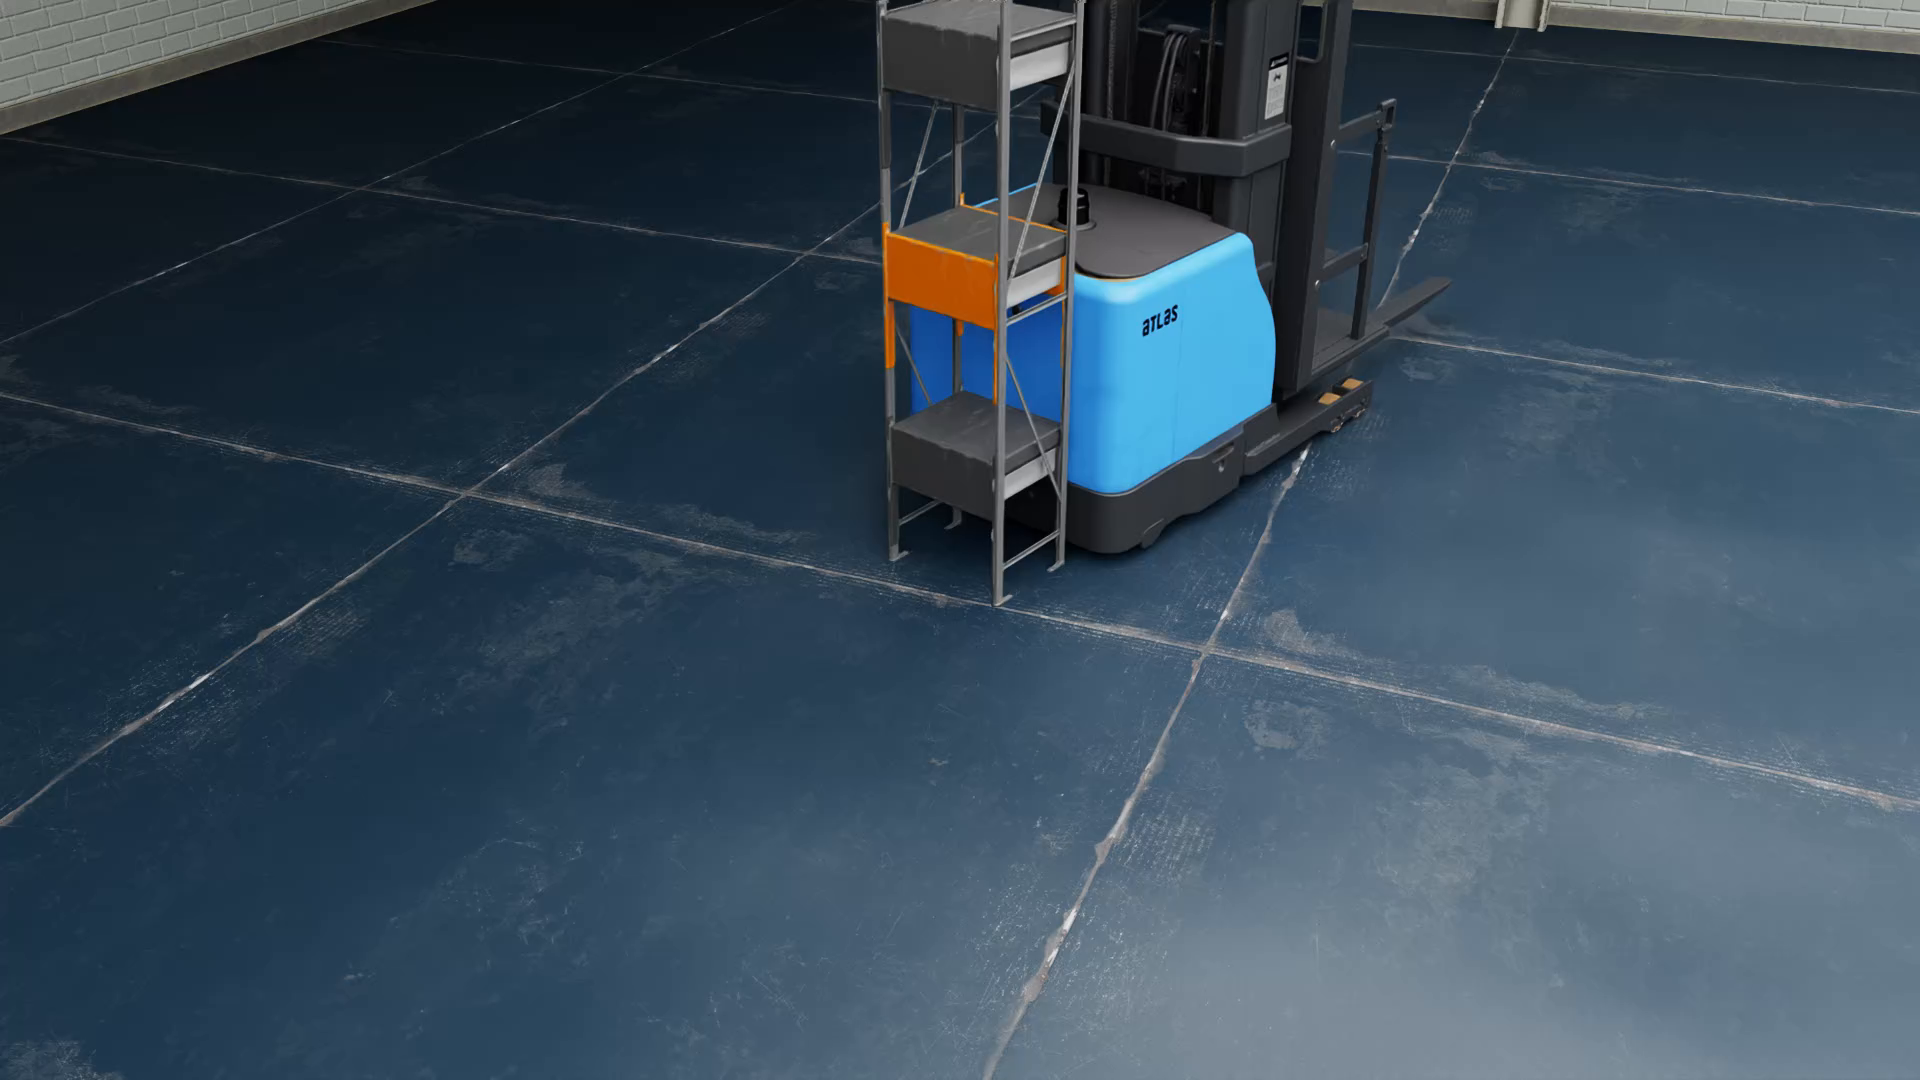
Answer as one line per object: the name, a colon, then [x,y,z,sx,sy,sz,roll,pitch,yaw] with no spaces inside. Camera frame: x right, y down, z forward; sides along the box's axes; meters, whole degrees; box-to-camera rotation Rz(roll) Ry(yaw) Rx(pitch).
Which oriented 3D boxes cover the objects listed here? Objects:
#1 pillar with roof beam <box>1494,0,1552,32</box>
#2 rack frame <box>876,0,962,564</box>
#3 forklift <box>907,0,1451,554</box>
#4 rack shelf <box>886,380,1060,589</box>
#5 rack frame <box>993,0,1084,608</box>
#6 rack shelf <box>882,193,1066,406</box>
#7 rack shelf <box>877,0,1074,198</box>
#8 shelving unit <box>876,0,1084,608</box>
pillar with roof beam: [3.038,-6.224,8.117,0.400,9.000,9.100,11,31,19]
rack frame: [-0.127,-0.906,5.718,0.015,2.100,0.400,22,36,34]
forklift: [1.133,-1.876,6.590,1.130,2.935,3.031,23,37,34]
rack shelf: [0.061,-0.208,5.934,0.480,0.518,0.431,22,36,34]
rack frame: [0.249,-0.753,5.448,0.015,2.100,0.400,22,36,34]
rack shelf: [0.061,-0.817,5.590,0.480,0.518,0.431,22,36,34]
rack shelf: [0.061,-1.427,5.245,0.480,0.518,0.431,22,36,34]
shelving unit: [0.061,-0.829,5.583,0.503,2.100,0.431,22,36,34]
